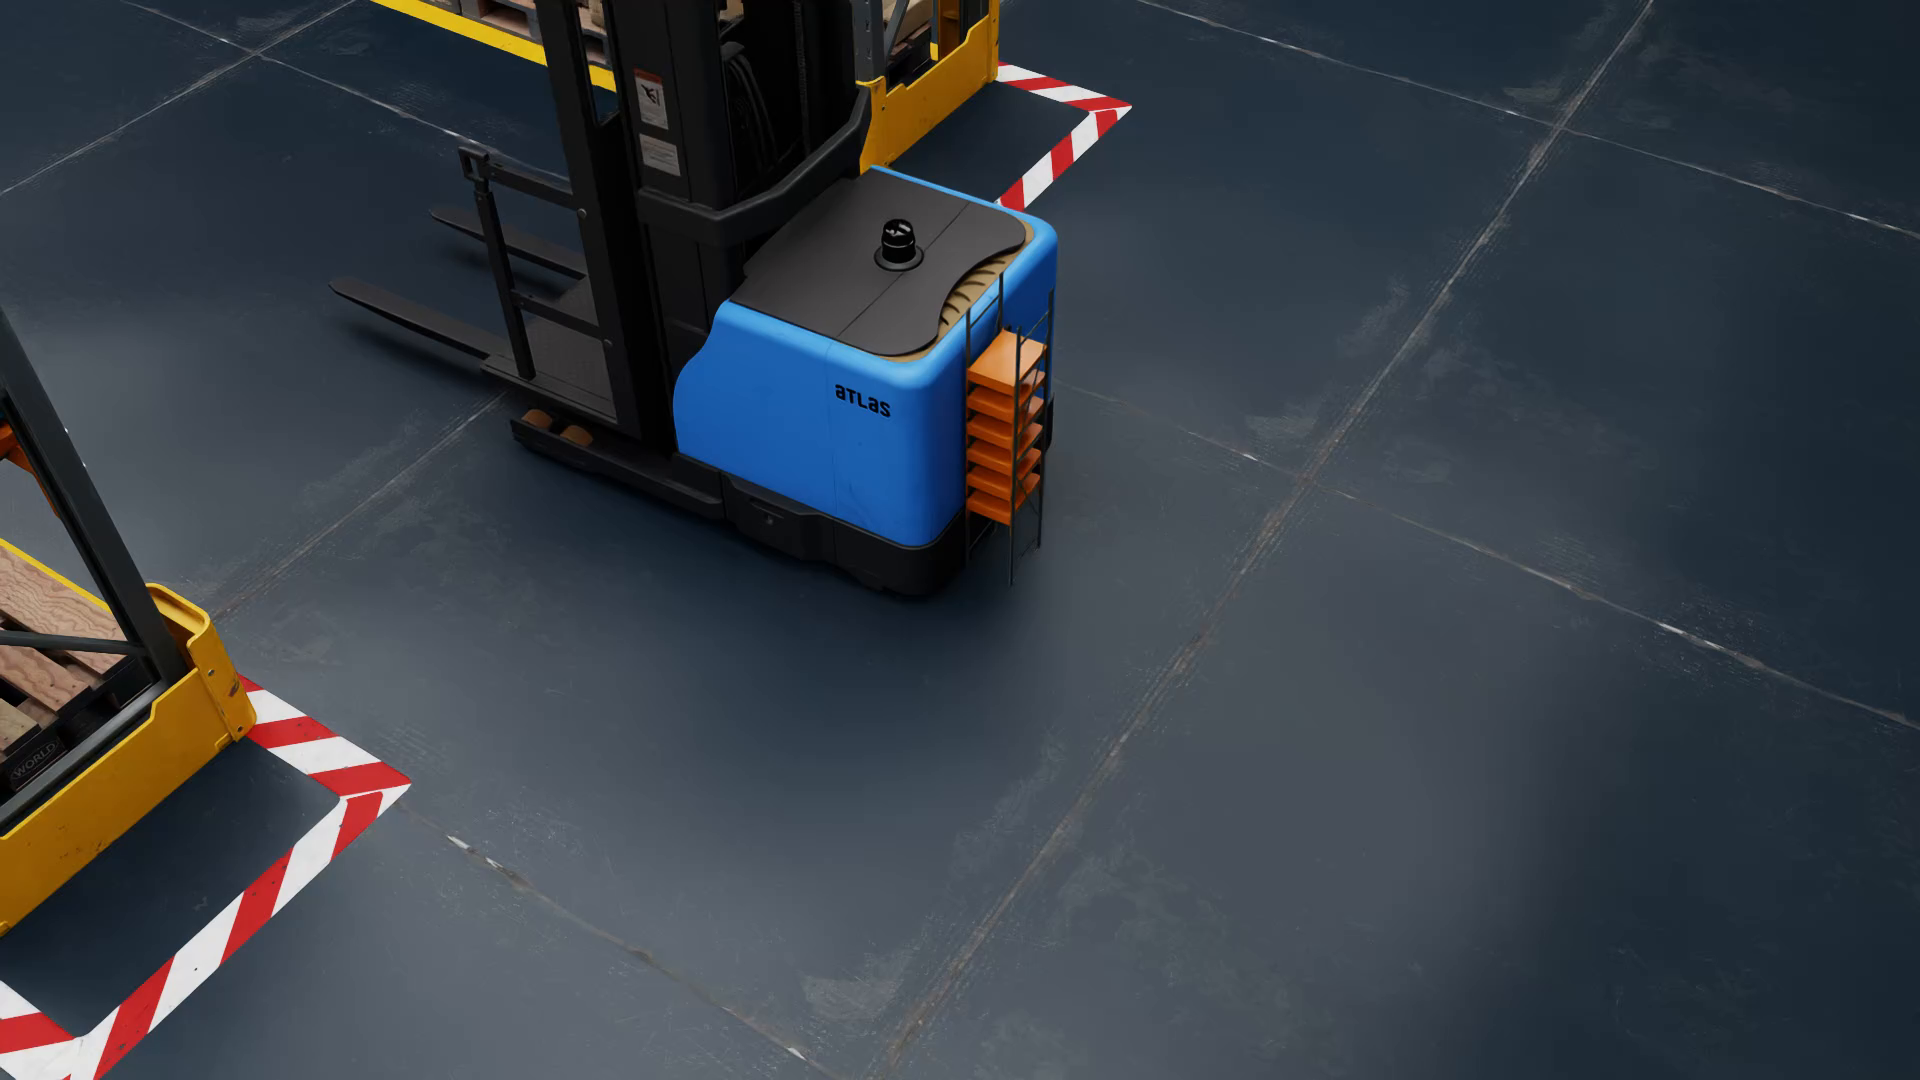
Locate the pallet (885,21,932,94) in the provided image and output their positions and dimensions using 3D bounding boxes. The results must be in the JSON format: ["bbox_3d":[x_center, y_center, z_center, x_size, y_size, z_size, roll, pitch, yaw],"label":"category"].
[{"bbox_3d":[-0.911,-2.511,8.543,1.213,0.211,1.003,25,51,22],"label":"pallet"}]

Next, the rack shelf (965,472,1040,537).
[{"bbox_3d":[0.161,-0.154,5.960,0.180,0.103,0.258,22,50,20],"label":"rack shelf"}]

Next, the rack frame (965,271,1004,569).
[{"bbox_3d":[0.081,-0.385,5.788,0.006,1.200,0.240,22,50,20],"label":"rack frame"}]

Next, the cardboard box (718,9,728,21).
[{"bbox_3d":[-1.058,-2.584,8.339,0.250,0.166,0.380,25,51,22],"label":"cardboard box"}]

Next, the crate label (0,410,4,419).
[{"bbox_3d":[-2.883,-0.414,4.635,0.303,0.233,0.416,25,51,22],"label":"crate label"}]

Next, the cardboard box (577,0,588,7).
[{"bbox_3d":[-1.958,-3.253,8.754,0.637,0.503,0.797,25,51,22],"label":"cardboard box"}]

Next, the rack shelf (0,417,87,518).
[{"bbox_3d":[-4.536,-0.680,5.321,4.000,0.370,1.077,25,51,22],"label":"rack shelf"}]

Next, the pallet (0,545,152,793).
[{"bbox_3d":[-3.526,0.472,5.644,1.213,0.211,1.003,25,51,22],"label":"pallet"}]

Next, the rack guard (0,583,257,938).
[{"bbox_3d":[-2.825,0.716,5.206,0.348,0.500,1.175,25,51,22],"label":"rack guard"}]

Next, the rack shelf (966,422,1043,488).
[{"bbox_3d":[0.161,-0.322,5.788,0.180,0.103,0.258,22,50,20],"label":"rack shelf"}]

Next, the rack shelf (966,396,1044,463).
[{"bbox_3d":[0.161,-0.405,5.702,0.180,0.103,0.258,22,50,20],"label":"rack shelf"}]

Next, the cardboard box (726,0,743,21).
[{"bbox_3d":[-0.766,-2.489,8.014,0.500,0.500,0.500,25,51,22],"label":"cardboard box"}]

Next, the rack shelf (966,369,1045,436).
[{"bbox_3d":[0.161,-0.489,5.616,0.180,0.103,0.258,22,50,20],"label":"rack shelf"}]

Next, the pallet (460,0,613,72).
[{"bbox_3d":[-1.934,-2.984,9.003,1.213,0.211,1.003,25,51,22],"label":"pallet"}]

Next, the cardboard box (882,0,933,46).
[{"bbox_3d":[-0.342,-2.675,8.439,0.250,0.149,0.380,25,51,22],"label":"cardboard box"}]

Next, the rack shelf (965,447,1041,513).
[{"bbox_3d":[0.161,-0.238,5.874,0.180,0.103,0.258,22,50,20],"label":"rack shelf"}]

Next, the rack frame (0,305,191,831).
[{"bbox_3d":[-2.853,-0.157,4.311,0.127,3.000,1.000,25,51,22],"label":"rack frame"}]

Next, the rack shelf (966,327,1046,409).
[{"bbox_3d":[0.161,-0.573,5.530,0.180,0.103,0.258,22,50,20],"label":"rack shelf"}]

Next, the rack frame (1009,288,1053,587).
[{"bbox_3d":[0.240,-0.320,5.724,0.006,1.200,0.240,22,50,20],"label":"rack frame"}]

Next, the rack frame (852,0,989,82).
[{"bbox_3d":[-0.175,-3.145,7.215,0.127,3.000,1.000,25,51,22],"label":"rack frame"}]

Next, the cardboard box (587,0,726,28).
[{"bbox_3d":[-1.549,-2.788,8.478,0.500,0.250,0.500,25,51,22],"label":"cardboard box"}]

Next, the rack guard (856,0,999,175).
[{"bbox_3d":[-0.239,-2.304,8.140,0.348,0.500,1.175,25,51,22],"label":"rack guard"}]

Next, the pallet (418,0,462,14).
[{"bbox_3d":[-2.965,-3.456,9.461,1.213,0.211,1.003,25,51,22],"label":"pallet"}]

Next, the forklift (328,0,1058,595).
[{"bbox_3d":[-1.176,-1.609,5.770,3.031,2.935,1.130,22,50,20],"label":"forklift"}]

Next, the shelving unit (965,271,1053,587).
[{"bbox_3d":[0.161,-0.353,5.756,0.189,1.200,0.258,22,50,20],"label":"shelving unit"}]
